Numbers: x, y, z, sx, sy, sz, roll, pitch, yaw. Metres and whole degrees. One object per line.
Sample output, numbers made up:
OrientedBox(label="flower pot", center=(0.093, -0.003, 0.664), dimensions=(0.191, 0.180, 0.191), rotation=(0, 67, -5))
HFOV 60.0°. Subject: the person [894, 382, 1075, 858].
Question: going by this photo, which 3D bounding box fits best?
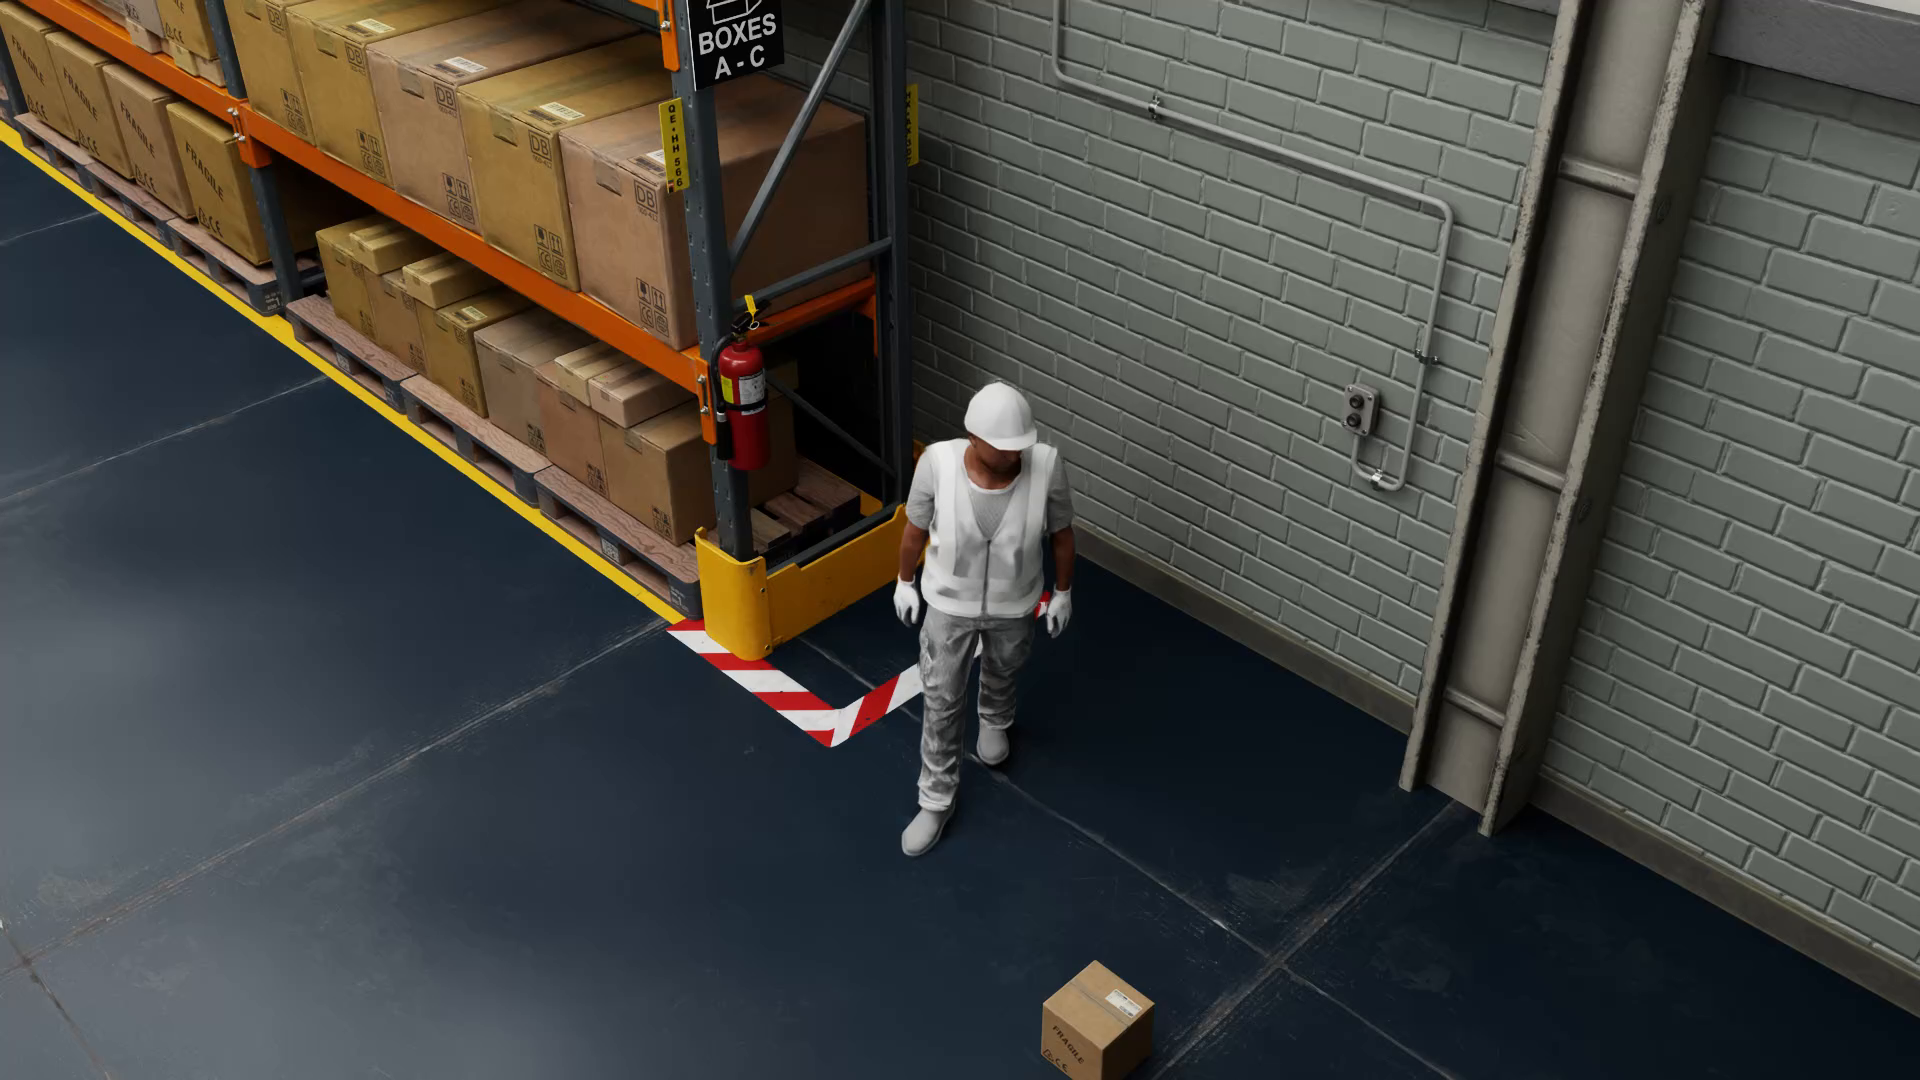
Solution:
OrientedBox(label="person", center=(0.084, 0.214, 5.829), dimensions=(0.635, 1.781, 0.725), rotation=(-2, 35, -3))
